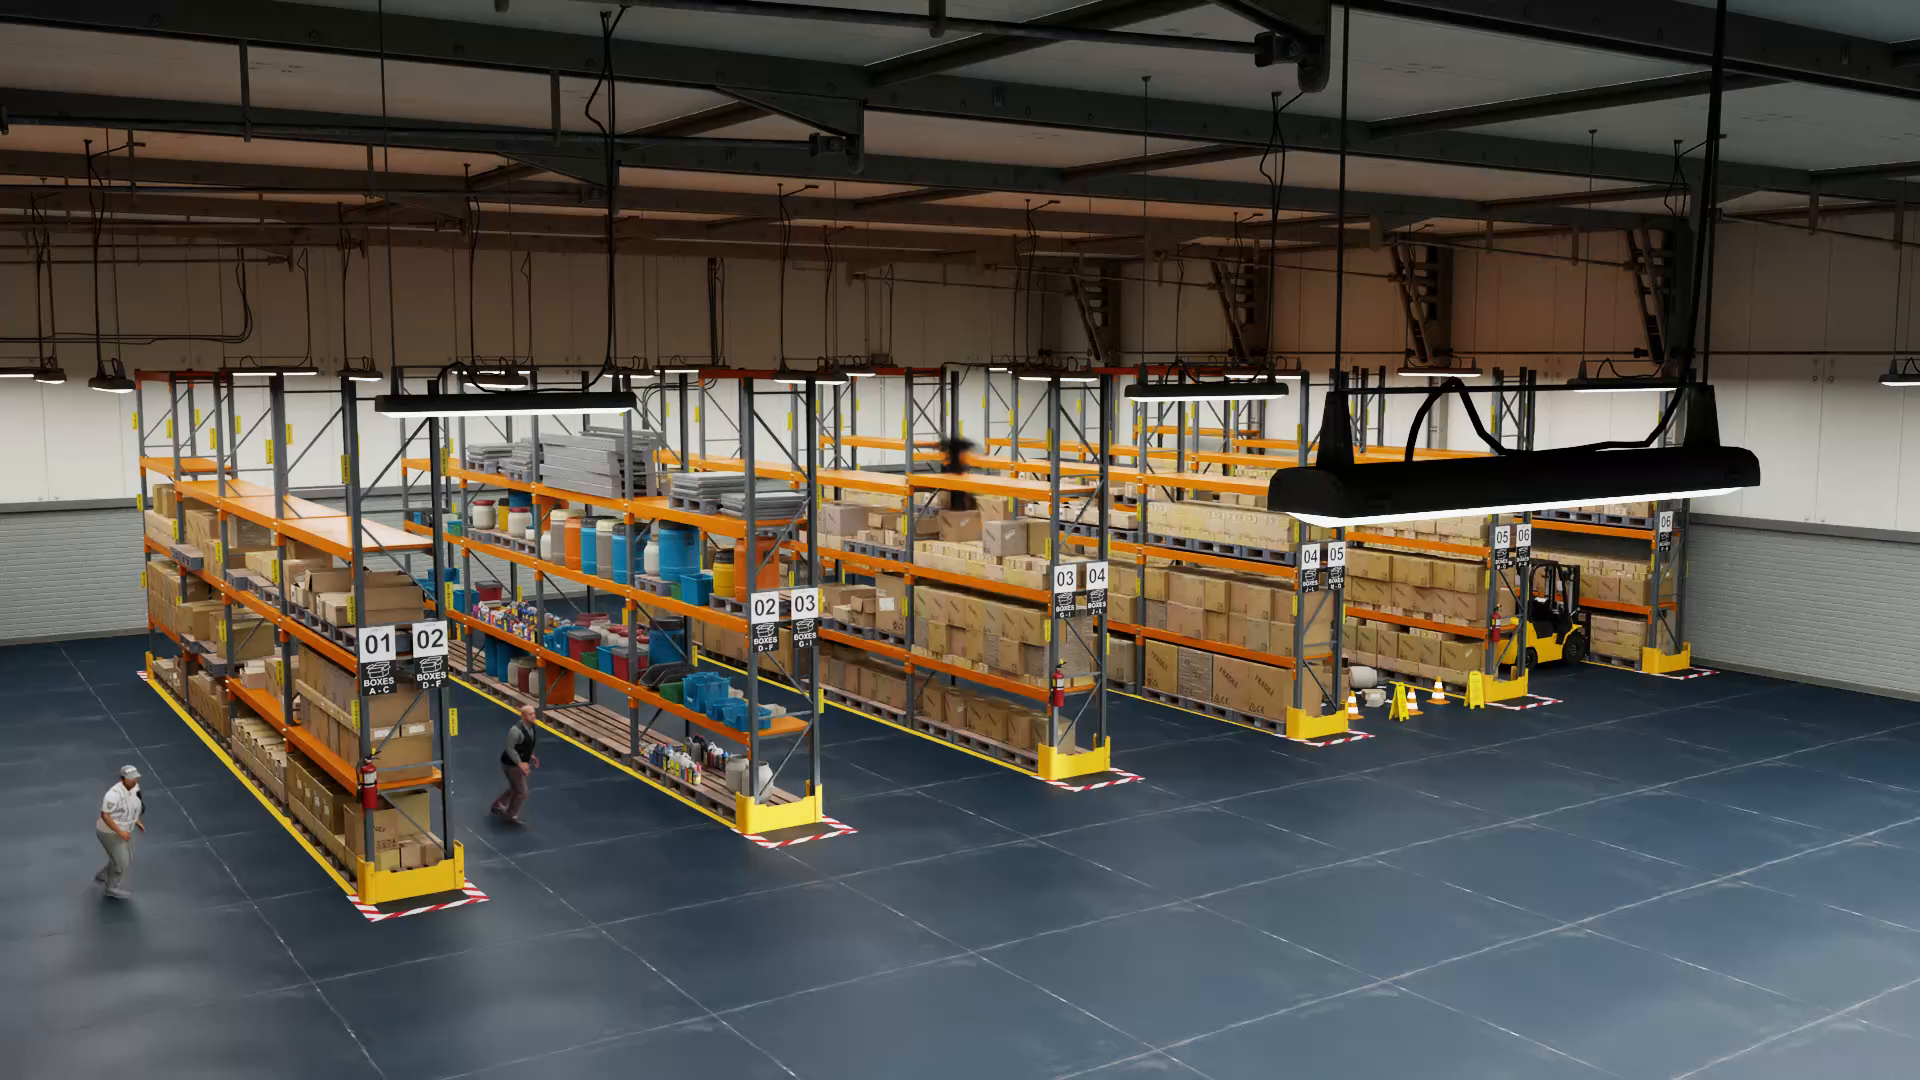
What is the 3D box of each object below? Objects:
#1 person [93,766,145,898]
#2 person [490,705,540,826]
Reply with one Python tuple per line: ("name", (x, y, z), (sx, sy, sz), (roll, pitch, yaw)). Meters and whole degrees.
("person", (-9.806, 3.382, 19.321), (0.809, 1.601, 0.607), (1, 6, 5))
("person", (-6.003, 3.011, 22.276), (0.757, 1.659, 0.636), (1, 6, 6))
